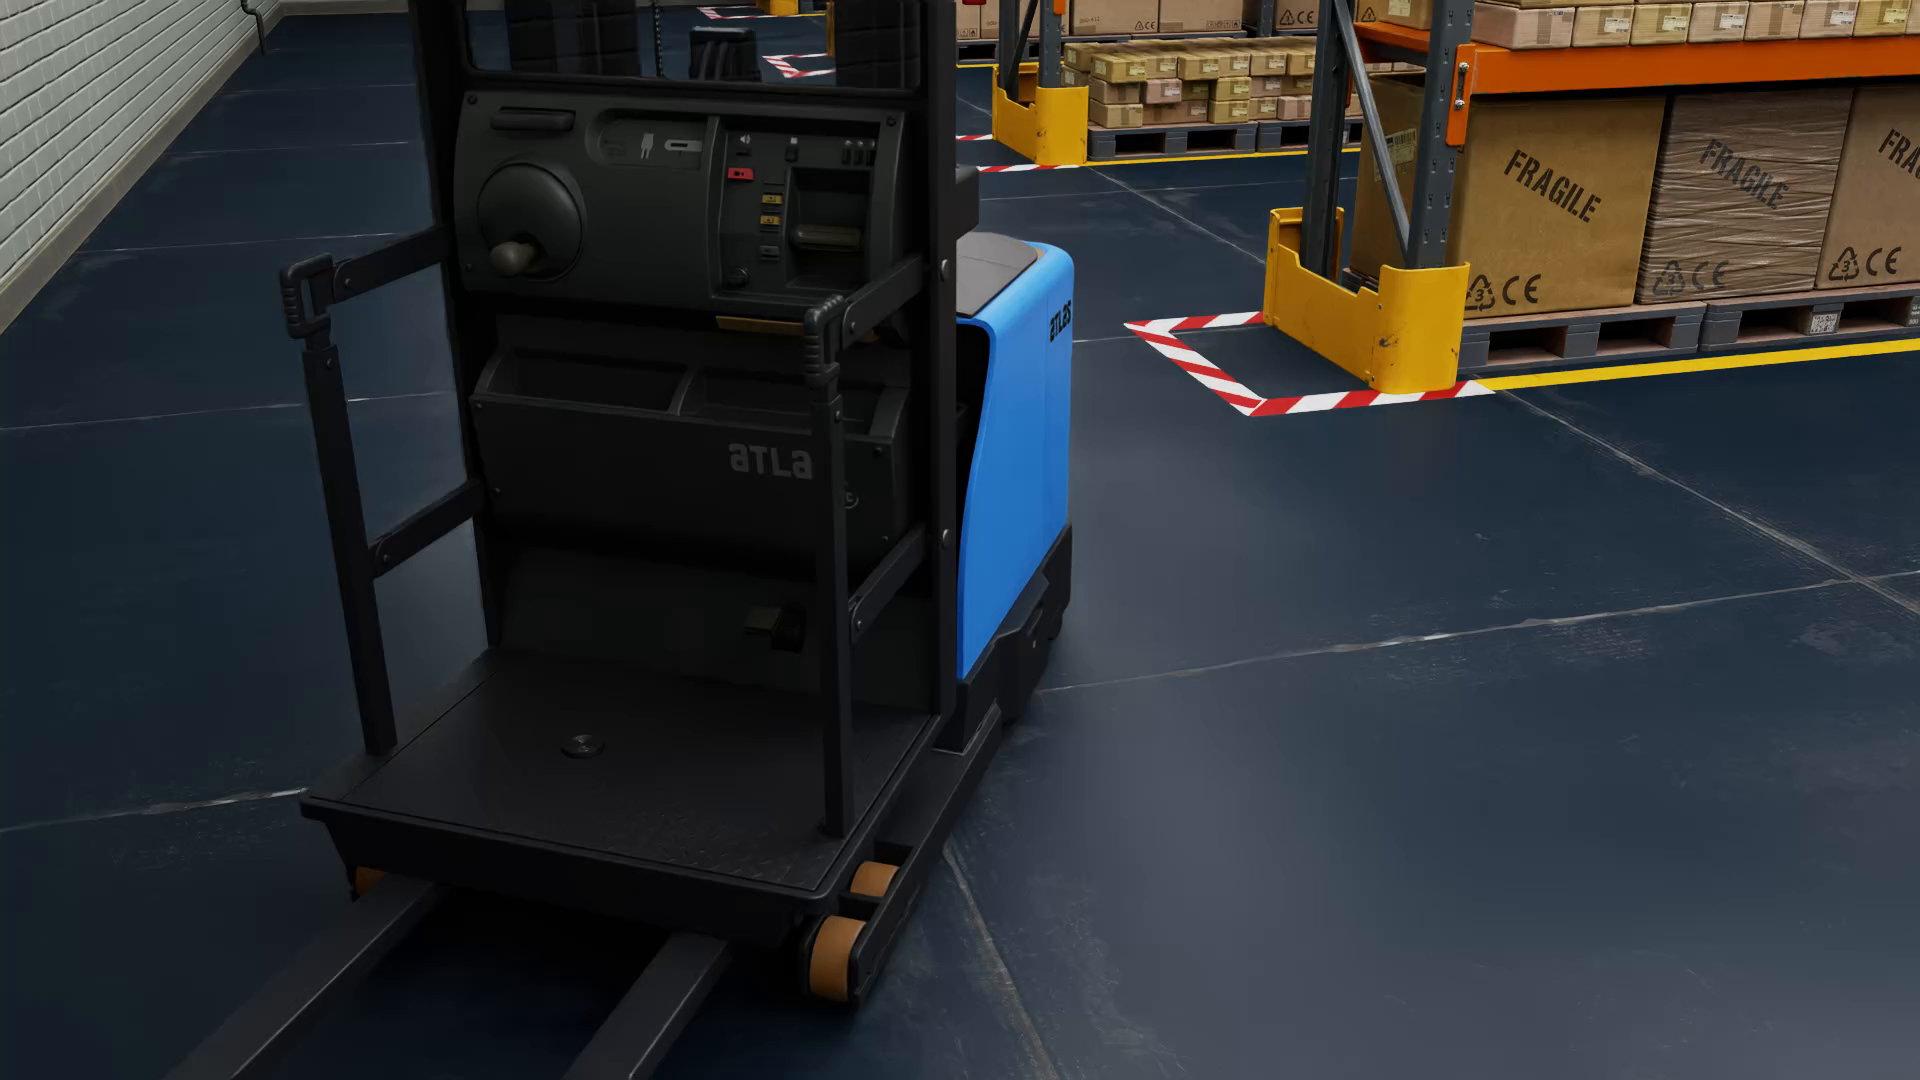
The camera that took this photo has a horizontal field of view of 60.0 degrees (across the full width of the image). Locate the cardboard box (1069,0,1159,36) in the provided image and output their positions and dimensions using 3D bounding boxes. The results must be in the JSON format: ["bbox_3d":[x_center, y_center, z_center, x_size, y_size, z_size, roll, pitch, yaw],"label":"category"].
[{"bbox_3d":[1.388,-5.273,16.452,0.875,0.438,0.875,-7,24,-16],"label":"cardboard box"}]

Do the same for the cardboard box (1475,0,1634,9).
[{"bbox_3d":[2.244,-2.207,6.403,0.500,0.250,0.500,-7,24,-16],"label":"cardboard box"}]

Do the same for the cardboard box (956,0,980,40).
[{"bbox_3d":[-0.360,-5.077,15.995,0.875,0.438,0.875,-7,24,-16],"label":"cardboard box"}]

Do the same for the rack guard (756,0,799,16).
[{"bbox_3d":[-2.239,-6.697,20.223,0.348,0.500,1.175,-6,24,-14],"label":"rack guard"}]

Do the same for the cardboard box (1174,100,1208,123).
[{"bbox_3d":[1.525,-2.990,11.497,0.250,0.149,0.380,-6,24,-14],"label":"cardboard box"}]

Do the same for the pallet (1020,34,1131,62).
[{"bbox_3d":[0.953,-4.915,16.438,1.213,0.211,1.003,-6,24,-14],"label":"pallet"}]

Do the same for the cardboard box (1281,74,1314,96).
[{"bbox_3d":[2.287,-3.225,11.668,0.250,0.149,0.380,-5,24,-12],"label":"cardboard box"}]

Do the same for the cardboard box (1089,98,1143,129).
[{"bbox_3d":[1.057,-2.902,11.292,0.250,0.149,0.380,-6,24,-13],"label":"cardboard box"}]

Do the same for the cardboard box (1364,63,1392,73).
[{"bbox_3d":[2.810,-3.364,11.613,0.250,0.149,0.380,-7,24,-16],"label":"cardboard box"}]

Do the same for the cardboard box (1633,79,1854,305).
[{"bbox_3d":[3.180,-1.603,7.344,0.875,0.875,0.875,-6,24,-14],"label":"cardboard box"}]

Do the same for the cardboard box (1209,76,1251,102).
[{"bbox_3d":[1.807,-3.116,11.414,0.250,0.149,0.380,-6,24,-13],"label":"cardboard box"}]

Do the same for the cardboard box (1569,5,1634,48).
[{"bbox_3d":[2.387,-2.016,6.463,0.250,0.149,0.380,-7,24,-15],"label":"cardboard box"}]

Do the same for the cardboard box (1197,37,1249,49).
[{"bbox_3d":[1.890,-3.528,11.996,0.250,0.149,0.380,-5,24,-12],"label":"cardboard box"}]

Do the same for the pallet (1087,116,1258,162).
[{"bbox_3d":[1.331,-2.885,11.705,1.213,0.211,1.003,-6,24,-14],"label":"pallet"}]

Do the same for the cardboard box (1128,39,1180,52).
[{"bbox_3d":[1.380,-3.474,11.872,0.250,0.149,0.380,-7,24,-16],"label":"cardboard box"}]

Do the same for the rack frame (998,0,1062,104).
[{"bbox_3d":[0.466,-4.085,10.966,0.127,3.000,1.000,-6,24,-14],"label":"rack frame"}]

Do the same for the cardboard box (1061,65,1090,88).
[{"bbox_3d":[0.898,-3.269,11.770,0.250,0.149,0.380,-7,24,-16],"label":"cardboard box"}]

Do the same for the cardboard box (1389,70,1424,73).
[{"bbox_3d":[3.082,-3.283,11.804,0.250,0.149,0.380,-6,24,-13],"label":"cardboard box"}]

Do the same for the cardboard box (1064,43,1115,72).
[{"bbox_3d":[0.908,-3.394,11.683,0.250,0.149,0.380,-6,24,-14],"label":"cardboard box"}]

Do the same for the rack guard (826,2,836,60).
[{"bbox_3d":[-0.991,-4.802,15.807,0.348,0.500,1.175,-6,24,-14],"label":"rack guard"}]

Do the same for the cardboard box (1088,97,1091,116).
[{"bbox_3d":[0.917,-3.103,11.760,0.250,0.149,0.380,-6,24,-13],"label":"cardboard box"}]

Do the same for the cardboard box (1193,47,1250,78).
[{"bbox_3d":[1.789,-3.279,11.416,0.250,0.149,0.380,-8,24,-17],"label":"cardboard box"}]

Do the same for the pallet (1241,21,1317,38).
[{"bbox_3d":[3.606,-5.209,17.122,1.213,0.211,1.003,-6,24,-14],"label":"pallet"}]

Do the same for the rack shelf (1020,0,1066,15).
[{"bbox_3d":[2.392,-3.967,11.604,4.000,0.370,1.077,-6,24,-14],"label":"rack shelf"}]

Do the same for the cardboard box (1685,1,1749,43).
[{"bbox_3d":[2.884,-2.072,6.592,0.250,0.149,0.380,-7,24,-15],"label":"cardboard box"}]

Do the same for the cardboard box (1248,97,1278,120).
[{"bbox_3d":[2.020,-3.039,11.611,0.250,0.149,0.380,-6,24,-14],"label":"cardboard box"}]

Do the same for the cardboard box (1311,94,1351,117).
[{"bbox_3d":[2.543,-3.072,11.688,0.250,0.149,0.380,-6,24,-14],"label":"cardboard box"}]

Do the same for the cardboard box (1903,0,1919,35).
[{"bbox_3d":[3.873,-2.181,6.847,0.250,0.149,0.380,-6,24,-14],"label":"cardboard box"}]

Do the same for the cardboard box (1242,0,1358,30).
[{"bbox_3d":[3.459,-5.692,16.874,0.875,0.875,0.875,-6,24,-13],"label":"cardboard box"}]

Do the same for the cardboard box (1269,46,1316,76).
[{"bbox_3d":[2.324,-3.316,11.501,0.250,0.149,0.380,-6,24,-14],"label":"cardboard box"}]

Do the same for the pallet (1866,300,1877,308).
[{"bbox_3d":[4.807,-1.284,7.975,1.213,0.211,1.003,-6,24,-14],"label":"pallet"}]

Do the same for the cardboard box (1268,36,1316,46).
[{"bbox_3d":[2.419,-3.552,12.053,0.250,0.149,0.380,-6,24,-14],"label":"cardboard box"}]

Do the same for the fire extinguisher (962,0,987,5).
[{"bbox_3d":[0.099,-4.026,11.400,0.183,0.674,0.296,-6,24,-14],"label":"fire extinguisher"}]

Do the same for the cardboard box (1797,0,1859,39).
[{"bbox_3d":[3.377,-2.126,6.719,0.250,0.149,0.380,-7,24,-15],"label":"cardboard box"}]

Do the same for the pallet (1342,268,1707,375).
[{"bbox_3d":[2.458,-1.024,7.370,1.213,0.211,1.003,-6,24,-14],"label":"pallet"}]

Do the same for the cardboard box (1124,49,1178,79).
[{"bbox_3d":[1.296,-3.243,11.332,0.250,0.149,0.380,-6,24,-13],"label":"cardboard box"}]

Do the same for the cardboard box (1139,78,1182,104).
[{"bbox_3d":[1.319,-3.070,11.307,0.250,0.149,0.380,-6,24,-15],"label":"cardboard box"}]

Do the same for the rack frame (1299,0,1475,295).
[{"bbox_3d":[1.709,-2.191,6.552,0.127,3.000,1.000,-6,24,-14],"label":"rack frame"}]

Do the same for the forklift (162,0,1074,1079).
[{"bbox_3d":[-0.615,-0.636,3.014,1.130,2.935,3.031,7,24,16],"label":"forklift"}]
